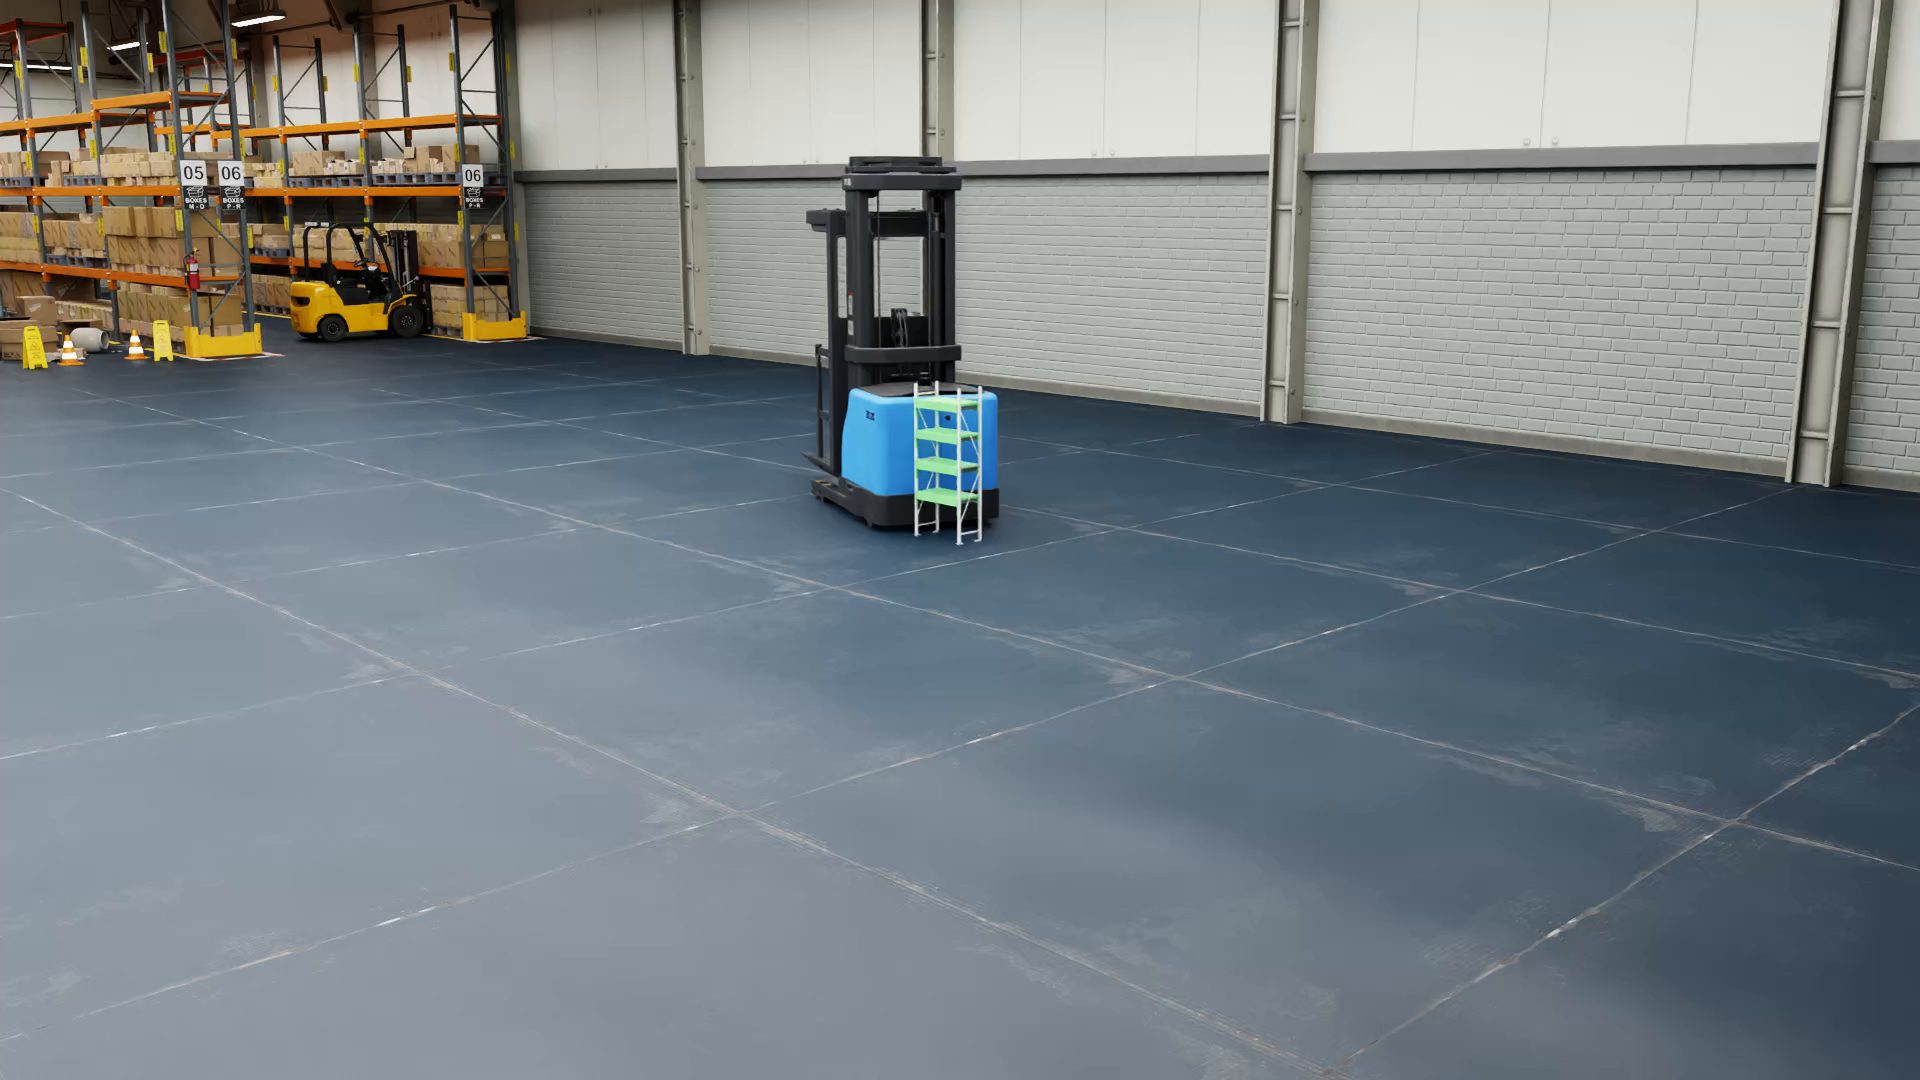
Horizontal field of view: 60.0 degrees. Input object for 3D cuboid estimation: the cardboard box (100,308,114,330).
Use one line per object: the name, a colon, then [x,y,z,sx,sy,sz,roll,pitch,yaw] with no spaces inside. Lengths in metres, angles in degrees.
cardboard box: [-15.500,-4.167,31.177,0.950,0.372,0.625,-11,16,-42]

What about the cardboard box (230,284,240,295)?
cardboard box: [-16.902,-5.912,39.326,0.500,0.500,0.500,-10,15,-40]

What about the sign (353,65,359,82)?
sign: [-11.933,-9.222,32.861,0.100,0.325,0.005,-11,16,-43]

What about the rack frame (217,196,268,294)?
rack frame: [-17.073,-7.032,39.611,1.000,3.000,0.127,-11,16,-43]

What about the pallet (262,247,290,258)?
pallet: [-14.830,-6.444,37.230,1.213,0.211,1.003,-11,16,-43]

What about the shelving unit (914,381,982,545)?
shelving unit: [-0.093,-0.599,12.845,0.258,1.200,0.503,-11,16,-42]

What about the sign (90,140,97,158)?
sign: [-15.535,-7.010,29.811,0.100,0.325,0.005,-11,16,-43]

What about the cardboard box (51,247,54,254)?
cardboard box: [-17.808,-5.766,33.045,0.250,0.149,0.380,11,16,42]

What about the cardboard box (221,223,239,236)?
cardboard box: [-16.901,-7.185,39.065,0.700,0.500,0.500,-10,16,-41]

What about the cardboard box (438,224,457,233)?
cardboard box: [-9.697,-5.929,31.663,0.380,0.149,0.250,-11,16,-42]

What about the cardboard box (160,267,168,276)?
cardboard box: [-13.403,-4.586,28.358,0.380,0.149,0.250,-11,16,-42]

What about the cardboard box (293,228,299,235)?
cardboard box: [-14.304,-6.728,36.277,0.380,0.149,0.250,-10,15,-41]

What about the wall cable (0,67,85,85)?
wall cable: [-24.968,-11.158,44.679,2.988,3.039,0.133,-11,16,-43]

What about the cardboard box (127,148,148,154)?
cardboard box: [-15.601,-7.231,31.235,0.500,0.250,0.500,-11,16,-44]

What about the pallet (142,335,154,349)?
pallet: [-13.800,-3.536,29.549,1.003,0.211,1.213,-11,16,-43]

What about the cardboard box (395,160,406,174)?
cardboard box: [-10.743,-7.264,32.346,0.258,0.266,0.396,11,16,44]

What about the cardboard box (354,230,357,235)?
cardboard box: [-12.267,-6.329,34.340,0.380,0.149,0.250,-11,16,-43]

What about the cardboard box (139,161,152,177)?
cardboard box: [-13.630,-6.316,28.335,0.500,0.250,0.500,-10,16,-41]

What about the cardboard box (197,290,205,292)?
cardboard box: [-13.827,-4.202,29.786,0.500,0.500,0.500,-10,15,-40]

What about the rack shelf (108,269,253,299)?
rack shelf: [-13.755,-4.528,29.240,1.077,0.370,4.000,-11,16,-43]

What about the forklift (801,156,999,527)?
forklift: [-0.673,-1.793,14.353,1.130,2.935,3.031,-4,12,-20]

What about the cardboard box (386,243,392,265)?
cardboard box: [-11.059,-5.739,33.085,0.500,0.500,0.500,-11,16,-42]

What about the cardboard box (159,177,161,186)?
cardboard box: [-13.303,-6.069,28.127,0.380,0.149,0.250,-11,16,-42]

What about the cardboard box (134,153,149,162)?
cardboard box: [-13.904,-6.553,28.496,0.380,0.149,0.250,-10,16,-41]

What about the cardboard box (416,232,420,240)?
cardboard box: [-10.465,-5.920,32.356,0.380,0.149,0.250,-11,16,-44]

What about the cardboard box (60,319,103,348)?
cardboard box: [-15.380,-3.603,29.157,0.500,0.500,0.500,-1,12,-4]

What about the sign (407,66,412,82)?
sign: [-11.130,-9.412,33.586,0.100,0.325,0.005,-11,16,-43]

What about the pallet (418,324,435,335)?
pallet: [-10.183,-4.199,32.769,1.003,0.211,1.213,-11,16,-43]

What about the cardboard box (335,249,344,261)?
cardboard box: [-12.758,-5.978,34.864,0.500,0.250,0.500,-11,16,-42]

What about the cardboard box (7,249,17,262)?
cardboard box: [-19.508,-5.939,34.676,0.500,0.250,0.500,-11,16,-43]

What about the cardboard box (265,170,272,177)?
cardboard box: [-15.261,-8.170,37.085,0.380,0.149,0.250,-11,16,-43]

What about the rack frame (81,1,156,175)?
rack frame: [-15.136,-8.111,29.979,1.000,3.000,0.127,-11,16,-43]

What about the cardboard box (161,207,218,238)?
cardboard box: [-12.884,-5.317,27.824,0.500,0.500,0.700,11,16,44]

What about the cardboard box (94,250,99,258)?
cardboard box: [-15.860,-5.333,30.944,0.250,0.149,0.380,11,16,43]

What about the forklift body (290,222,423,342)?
forklift body: [-11.415,-4.888,31.305,2.313,2.155,1.214,-11,16,-43]

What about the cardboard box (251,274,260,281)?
cardboard box: [-16.240,-6.097,38.616,0.380,0.149,0.250,-11,16,-43]

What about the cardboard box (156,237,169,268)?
cardboard box: [-13.290,-4.898,28.266,0.500,0.500,0.500,-11,16,-42]

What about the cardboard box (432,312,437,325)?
cardboard box: [-10.015,-4.313,32.184,0.500,0.250,0.500,-11,16,-42]

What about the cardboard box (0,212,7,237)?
cardboard box: [-19.849,-6.631,34.935,0.500,0.500,0.500,11,16,44]

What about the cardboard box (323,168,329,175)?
cardboard box: [-13.060,-7.696,34.734,0.380,0.149,0.250,-11,16,-43]

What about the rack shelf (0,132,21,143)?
rack shelf: [-22.042,-9.022,37.175,1.077,0.370,4.000,-11,16,-43]

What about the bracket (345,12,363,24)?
bracket: [-12.729,-10.975,34.961,0.235,0.232,0.430,-11,16,-43]

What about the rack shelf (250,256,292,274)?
rack shelf: [-15.692,-6.388,38.267,1.077,0.370,4.000,-11,16,-43]

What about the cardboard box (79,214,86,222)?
cardboard box: [-16.310,-6.062,31.268,0.250,0.149,0.380,11,16,43]

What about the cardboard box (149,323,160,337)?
cardboard box: [-13.844,-3.680,29.115,0.500,0.250,0.500,11,16,43]

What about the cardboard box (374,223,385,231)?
cardboard box: [-11.543,-6.289,33.412,0.380,0.149,0.250,-10,16,-41]

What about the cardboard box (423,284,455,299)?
cardboard box: [-10.042,-4.799,32.068,0.500,0.250,0.500,-11,16,-42]
